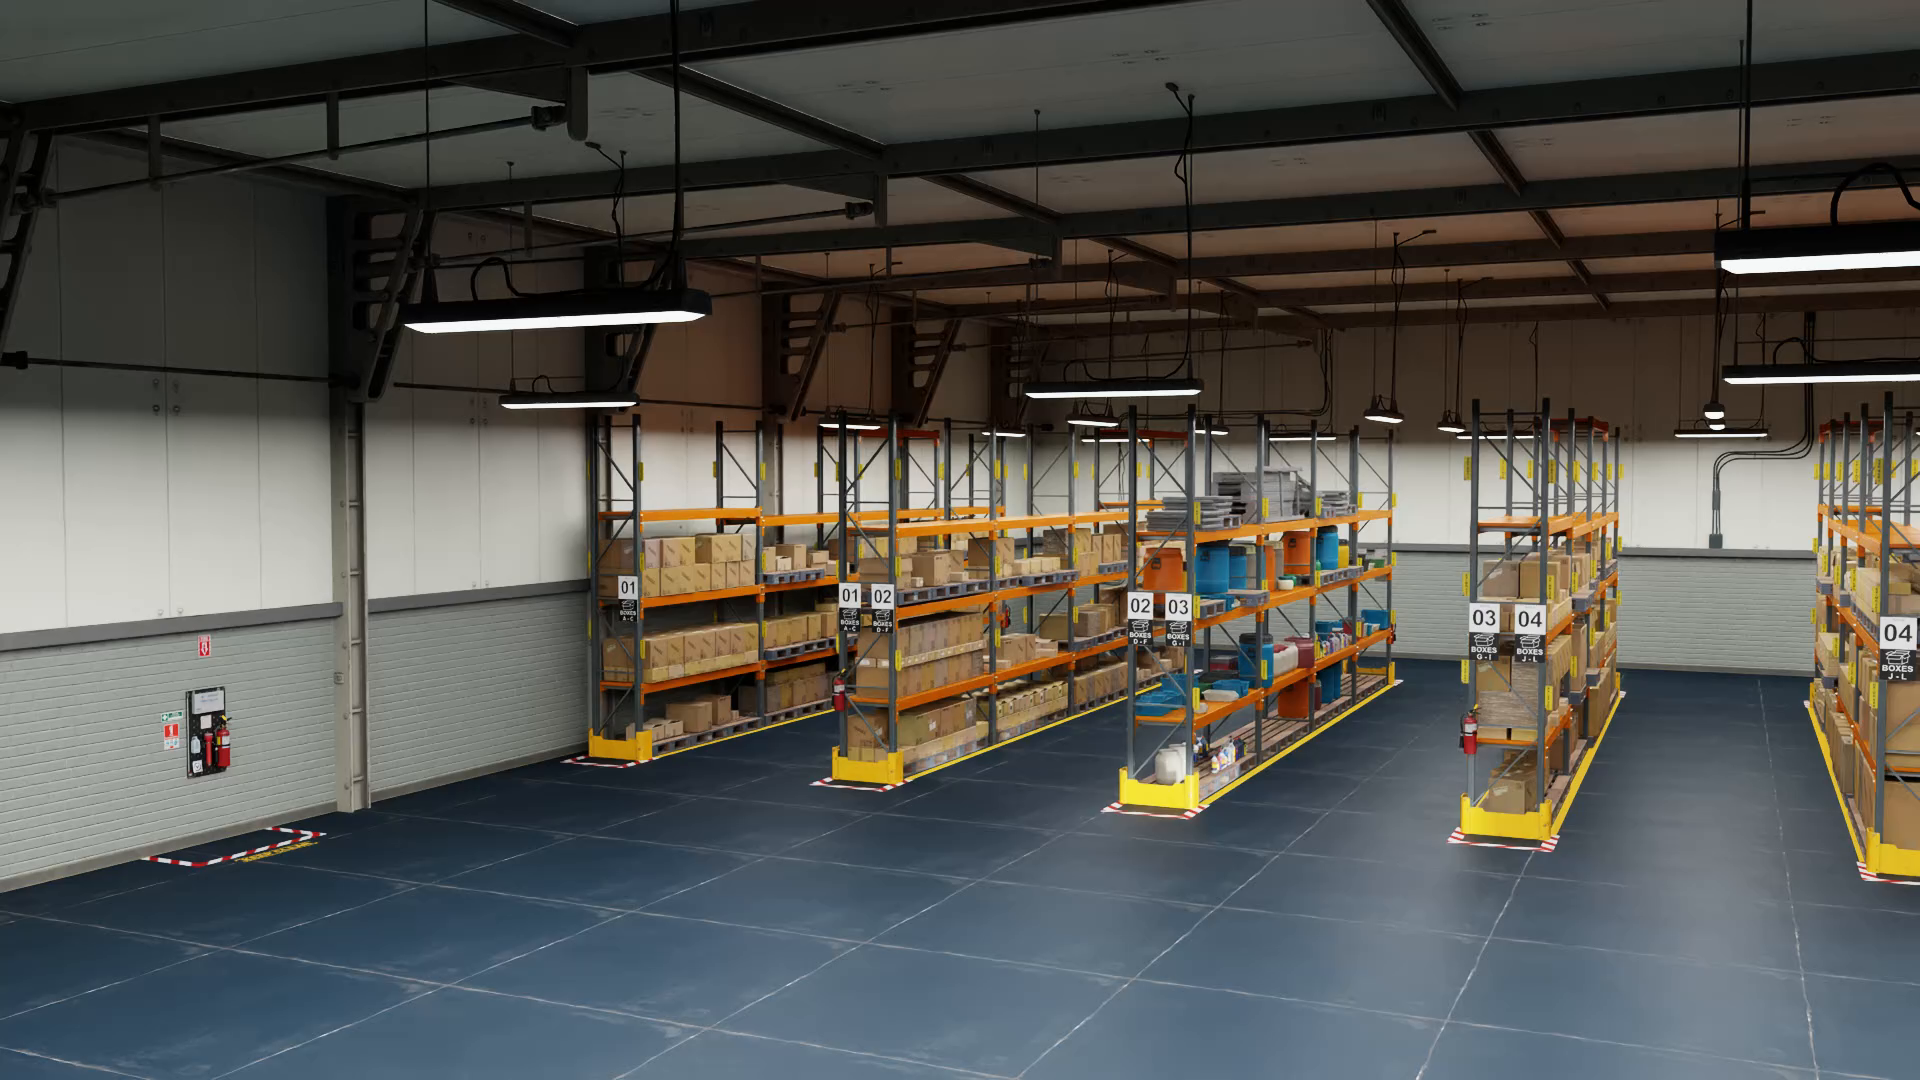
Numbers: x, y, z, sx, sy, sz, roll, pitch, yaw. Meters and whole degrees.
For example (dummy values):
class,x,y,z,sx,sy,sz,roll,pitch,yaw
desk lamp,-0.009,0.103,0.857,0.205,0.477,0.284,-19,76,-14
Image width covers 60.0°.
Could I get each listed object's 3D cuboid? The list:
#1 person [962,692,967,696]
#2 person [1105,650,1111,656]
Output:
class,x,y,z,sx,sy,sz,roll,pitch,yaw
person,-0.082,2.782,33.844,0.475,1.671,0.806,2,3,40
person,3.754,2.445,44.013,0.400,1.474,0.963,-2,3,-40
